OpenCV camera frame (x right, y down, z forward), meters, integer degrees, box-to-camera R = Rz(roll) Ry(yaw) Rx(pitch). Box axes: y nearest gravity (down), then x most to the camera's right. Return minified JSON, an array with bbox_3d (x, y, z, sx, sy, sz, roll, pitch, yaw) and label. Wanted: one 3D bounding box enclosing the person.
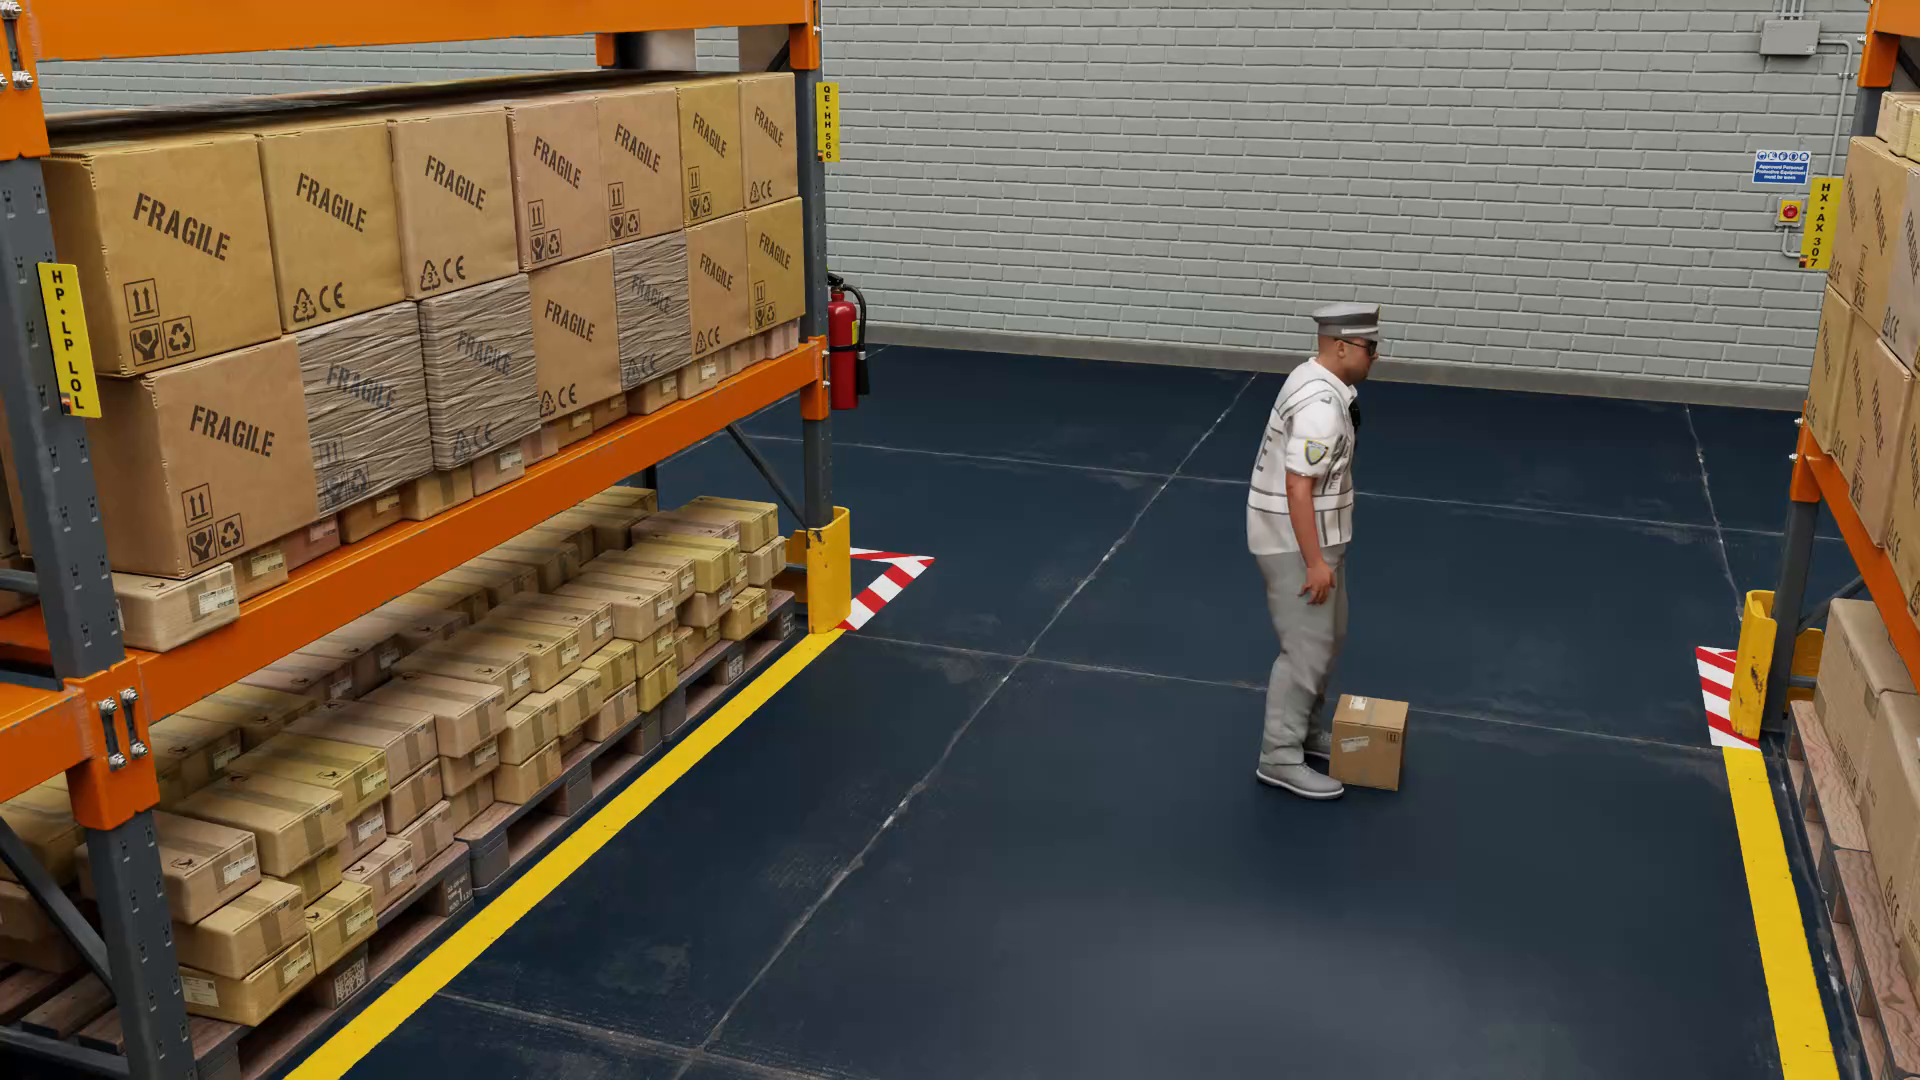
[{"bbox_3d":[1.277,0.011,6.015,0.476,1.748,0.606,5,19,15],"label":"person"}]
